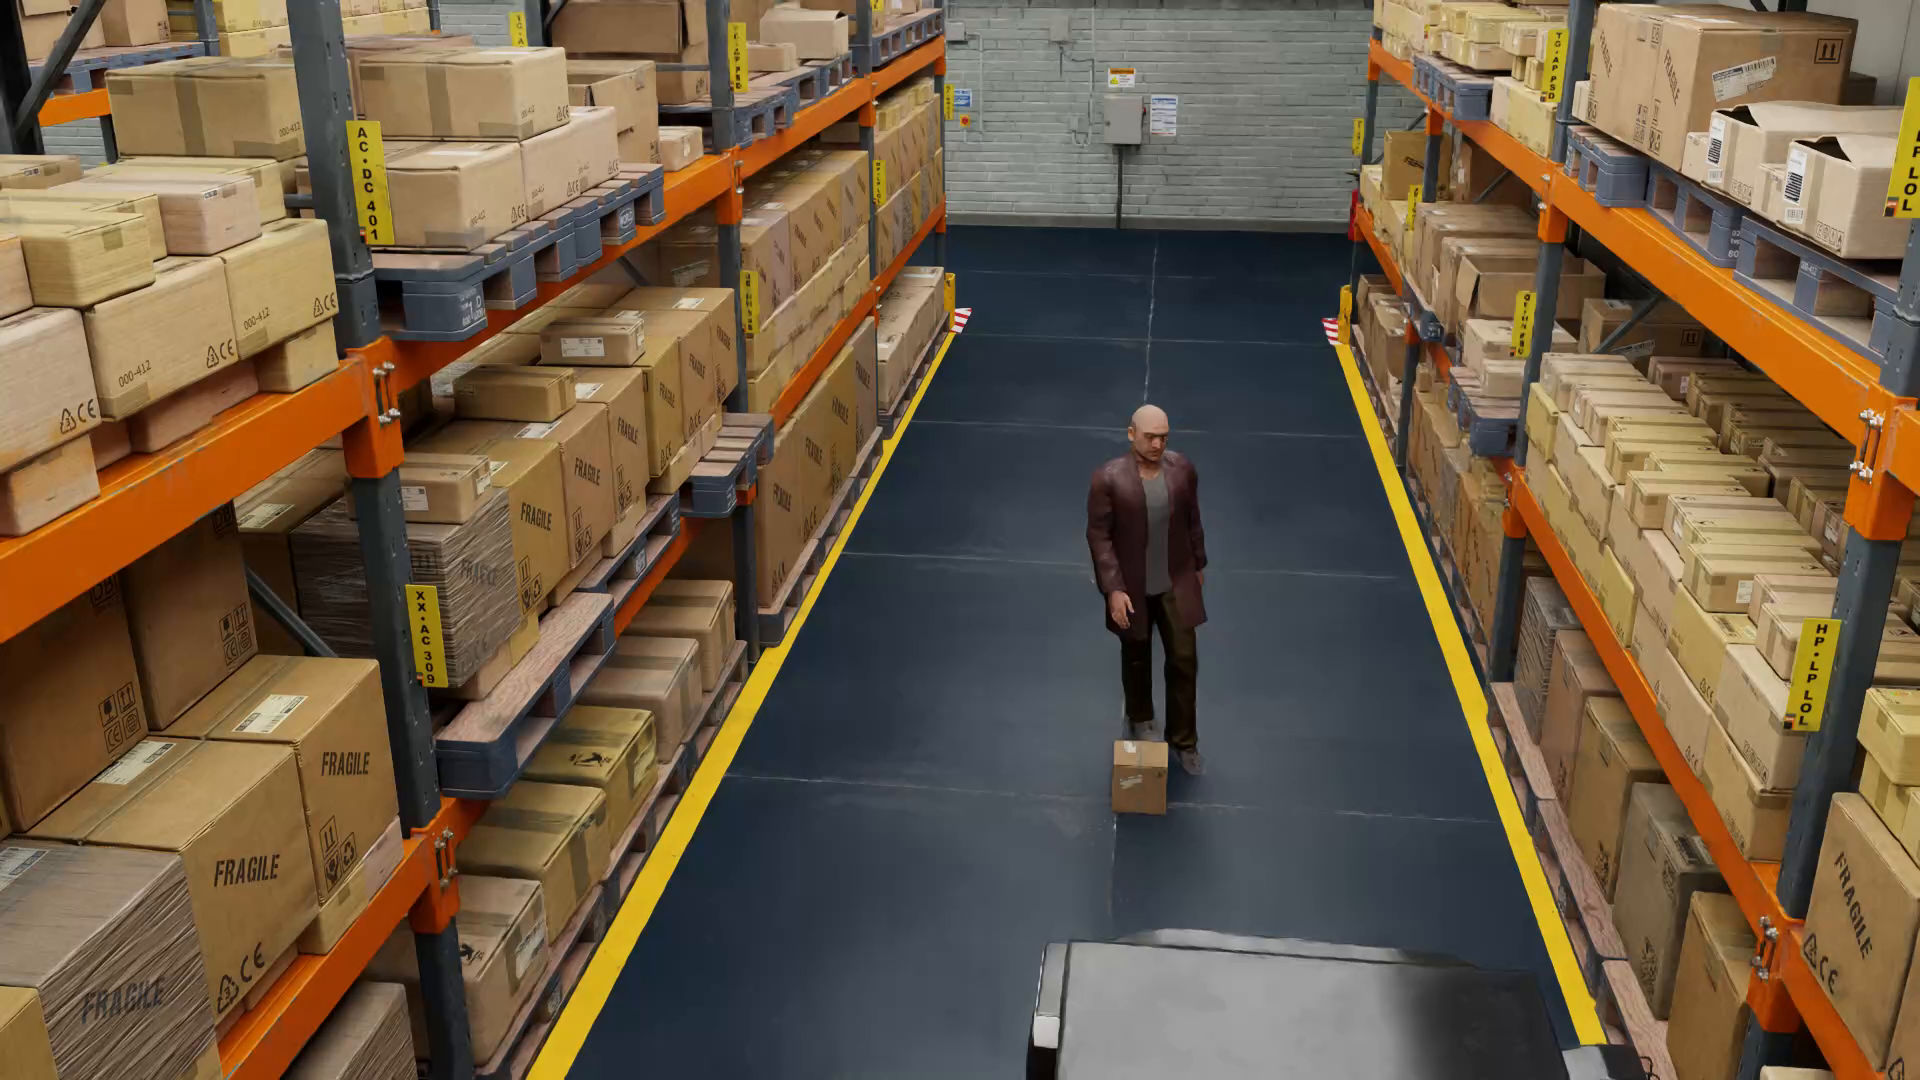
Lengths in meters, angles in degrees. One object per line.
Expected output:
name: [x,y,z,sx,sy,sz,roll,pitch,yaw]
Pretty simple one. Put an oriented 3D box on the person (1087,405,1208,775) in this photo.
person: [0.912,0.254,8.009,0.632,1.861,0.594,-3,21,-7]
